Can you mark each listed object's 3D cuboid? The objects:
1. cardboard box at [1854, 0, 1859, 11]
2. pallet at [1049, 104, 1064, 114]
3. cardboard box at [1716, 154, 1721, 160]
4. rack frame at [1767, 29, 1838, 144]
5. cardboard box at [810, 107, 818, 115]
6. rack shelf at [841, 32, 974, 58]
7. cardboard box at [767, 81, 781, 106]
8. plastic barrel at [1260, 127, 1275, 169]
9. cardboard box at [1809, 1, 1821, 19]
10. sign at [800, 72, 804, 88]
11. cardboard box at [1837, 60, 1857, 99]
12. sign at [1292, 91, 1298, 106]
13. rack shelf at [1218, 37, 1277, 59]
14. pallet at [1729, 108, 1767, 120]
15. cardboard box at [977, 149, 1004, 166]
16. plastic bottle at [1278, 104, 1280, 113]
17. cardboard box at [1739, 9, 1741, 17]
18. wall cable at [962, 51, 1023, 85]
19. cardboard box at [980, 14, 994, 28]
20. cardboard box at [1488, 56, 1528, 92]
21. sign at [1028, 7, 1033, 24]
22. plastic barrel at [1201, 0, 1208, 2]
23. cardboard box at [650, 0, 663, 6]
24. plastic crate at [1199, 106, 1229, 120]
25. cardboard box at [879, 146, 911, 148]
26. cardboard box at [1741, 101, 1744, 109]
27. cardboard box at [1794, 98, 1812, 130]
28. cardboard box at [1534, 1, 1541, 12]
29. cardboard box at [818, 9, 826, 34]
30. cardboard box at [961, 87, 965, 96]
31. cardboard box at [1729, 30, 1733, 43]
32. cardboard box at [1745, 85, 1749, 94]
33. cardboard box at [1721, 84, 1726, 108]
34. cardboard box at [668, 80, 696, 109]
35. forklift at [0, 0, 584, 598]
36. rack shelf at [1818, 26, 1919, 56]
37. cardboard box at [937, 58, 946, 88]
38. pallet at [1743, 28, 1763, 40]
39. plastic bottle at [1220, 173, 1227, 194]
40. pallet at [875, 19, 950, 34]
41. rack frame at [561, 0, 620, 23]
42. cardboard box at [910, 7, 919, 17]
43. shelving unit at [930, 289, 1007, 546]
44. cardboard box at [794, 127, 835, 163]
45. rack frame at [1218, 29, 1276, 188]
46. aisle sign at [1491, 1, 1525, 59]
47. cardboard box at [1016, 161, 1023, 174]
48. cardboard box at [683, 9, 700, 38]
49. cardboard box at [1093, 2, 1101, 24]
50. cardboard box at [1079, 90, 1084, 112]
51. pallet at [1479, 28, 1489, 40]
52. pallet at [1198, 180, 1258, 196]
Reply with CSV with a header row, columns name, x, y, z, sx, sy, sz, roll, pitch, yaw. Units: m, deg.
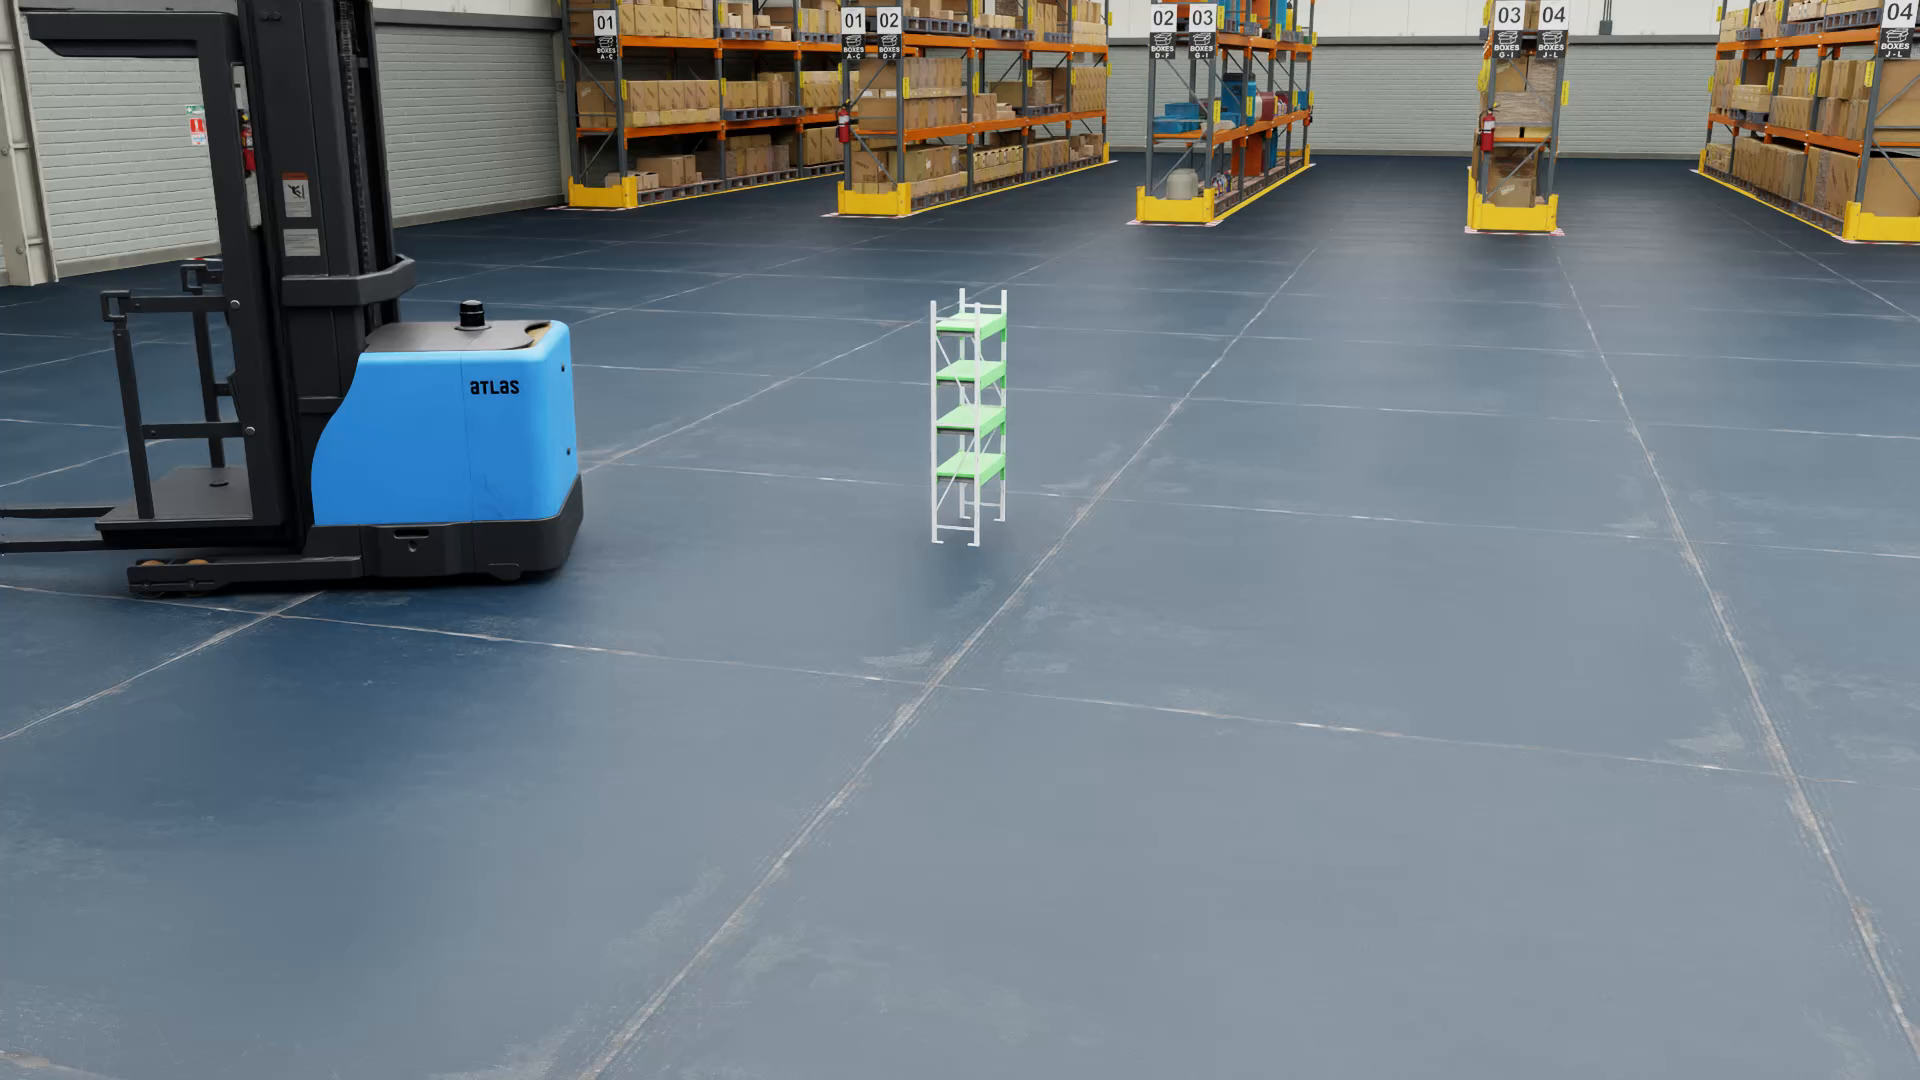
name,x,y,z,sx,sy,sz,roll,pitch,yaw
cardboard box,12.966,-7.609,23.668,0.380,0.149,0.250,5,17,16
pallet,1.690,-9.617,37.091,1.003,0.211,1.213,5,16,16
cardboard box,16.709,-8.359,36.214,0.380,0.149,0.250,4,16,13
rack frame,15.108,-7.684,29.922,1.000,3.000,0.127,5,16,16
cardboard box,-3.314,-9.332,36.158,0.380,0.149,0.250,5,17,18
rack shelf,-0.820,-8.391,28.237,1.077,0.370,4.000,5,16,16
cardboard box,-4.123,-9.235,34.401,0.700,0.500,0.500,3,16,11
plastic barrel,6.397,-8.391,35.493,0.600,0.901,0.708,5,16,16
cardboard box,14.112,-8.598,26.971,0.500,0.250,0.500,4,16,15
sign,-3.343,-9.726,35.147,0.100,0.325,0.005,5,16,16
cardboard box,13.361,-6.712,24.243,0.875,0.550,0.500,5,16,16
sign,7.296,-9.615,36.225,0.100,0.325,0.005,5,16,16
rack shelf,5.064,-9.052,30.569,1.077,0.370,4.000,5,16,16
pallet,15.888,-8.449,32.972,1.003,0.211,1.213,5,16,16
cardboard box,0.540,-7.457,32.366,0.500,0.311,0.500,5,17,17
plastic bottle,6.616,-9.014,34.839,0.152,0.276,0.135,5,16,16
cardboard box,16.360,-10.910,34.427,0.380,0.149,0.250,4,16,14
wall cable,0.358,-14.184,47.537,3.097,2.526,0.112,5,16,16
cardboard box,0.350,-9.886,31.694,0.500,0.250,0.500,3,16,11
cardboard box,8.027,-6.837,24.376,0.500,0.500,0.500,5,16,16
sign,1.415,-10.549,33.433,0.100,0.325,0.005,5,16,16
plastic barrel,3.562,-8.429,25.940,0.600,0.588,0.600,0,16,0
cardboard box,-5.471,-9.480,28.706,0.500,0.500,0.500,5,17,17
plastic crate,4.225,-7.275,28.596,0.767,0.338,0.504,5,16,16
cardboard box,-1.108,-6.568,28.882,0.500,0.500,0.500,5,16,16
cardboard box,15.326,-8.402,32.145,0.380,0.149,0.250,4,16,15
cardboard box,14.007,-6.975,27.239,0.500,0.500,0.500,4,16,15
cardboard box,8.408,-7.618,23.739,0.380,0.149,0.250,5,16,15
cardboard box,-3.384,-11.498,36.883,0.700,0.500,0.500,5,16,16
cardboard box,-0.124,-8.090,29.982,0.380,0.149,0.250,5,16,16
cardboard box,16.564,-10.642,35.131,0.500,0.250,0.500,5,16,16
cardboard box,15.252,-8.621,31.827,0.380,0.149,0.250,5,17,18
cardboard box,16.571,-9.469,35.487,0.500,0.500,0.500,4,16,14
cardboard box,-5.130,-8.089,30.215,0.500,0.500,0.500,4,16,14
forklift,-3.382,-1.302,7.547,3.031,2.935,1.130,-2,16,-6
rack shelf,13.403,-7.211,24.076,1.077,0.370,4.000,5,16,16
cardboard box,-0.657,-8.110,28.863,0.700,0.500,0.500,5,16,16
pallet,15.676,-9.658,31.730,1.213,0.211,1.003,5,16,16
plastic bottle,4.443,-6.044,28.189,0.144,0.351,0.185,5,16,16
pallet,-0.818,-8.675,28.080,1.003,0.211,1.213,5,16,16
rack frame,-6.139,-10.040,27.236,1.000,3.000,0.127,5,16,16
cardboard box,-0.885,-8.657,27.289,0.380,0.149,0.250,5,16,16
shelving unit,0.047,-0.621,8.318,0.258,1.200,0.503,5,16,16
cardboard box,-3.276,-8.826,37.118,0.750,0.750,0.750,5,16,16
rack frame,5.633,-8.479,32.725,1.000,3.000,0.127,5,16,16
aisle sign,7.803,-7.259,23.662,0.394,0.787,0.004,5,16,16
cardboard box,0.969,-7.586,33.849,0.500,0.250,0.500,5,17,17
cardboard box,-5.065,-9.419,30.322,0.500,0.500,0.500,3,16,11
cardboard box,3.028,-12.793,40.424,0.700,0.500,0.500,5,16,16
cardboard box,2.570,-10.205,38.627,0.500,0.500,0.500,5,17,17
pallet,10.514,-9.619,31.596,1.213,0.211,1.003,5,17,18
pallet,5.027,-6.619,31.280,1.003,0.211,1.213,5,16,16
